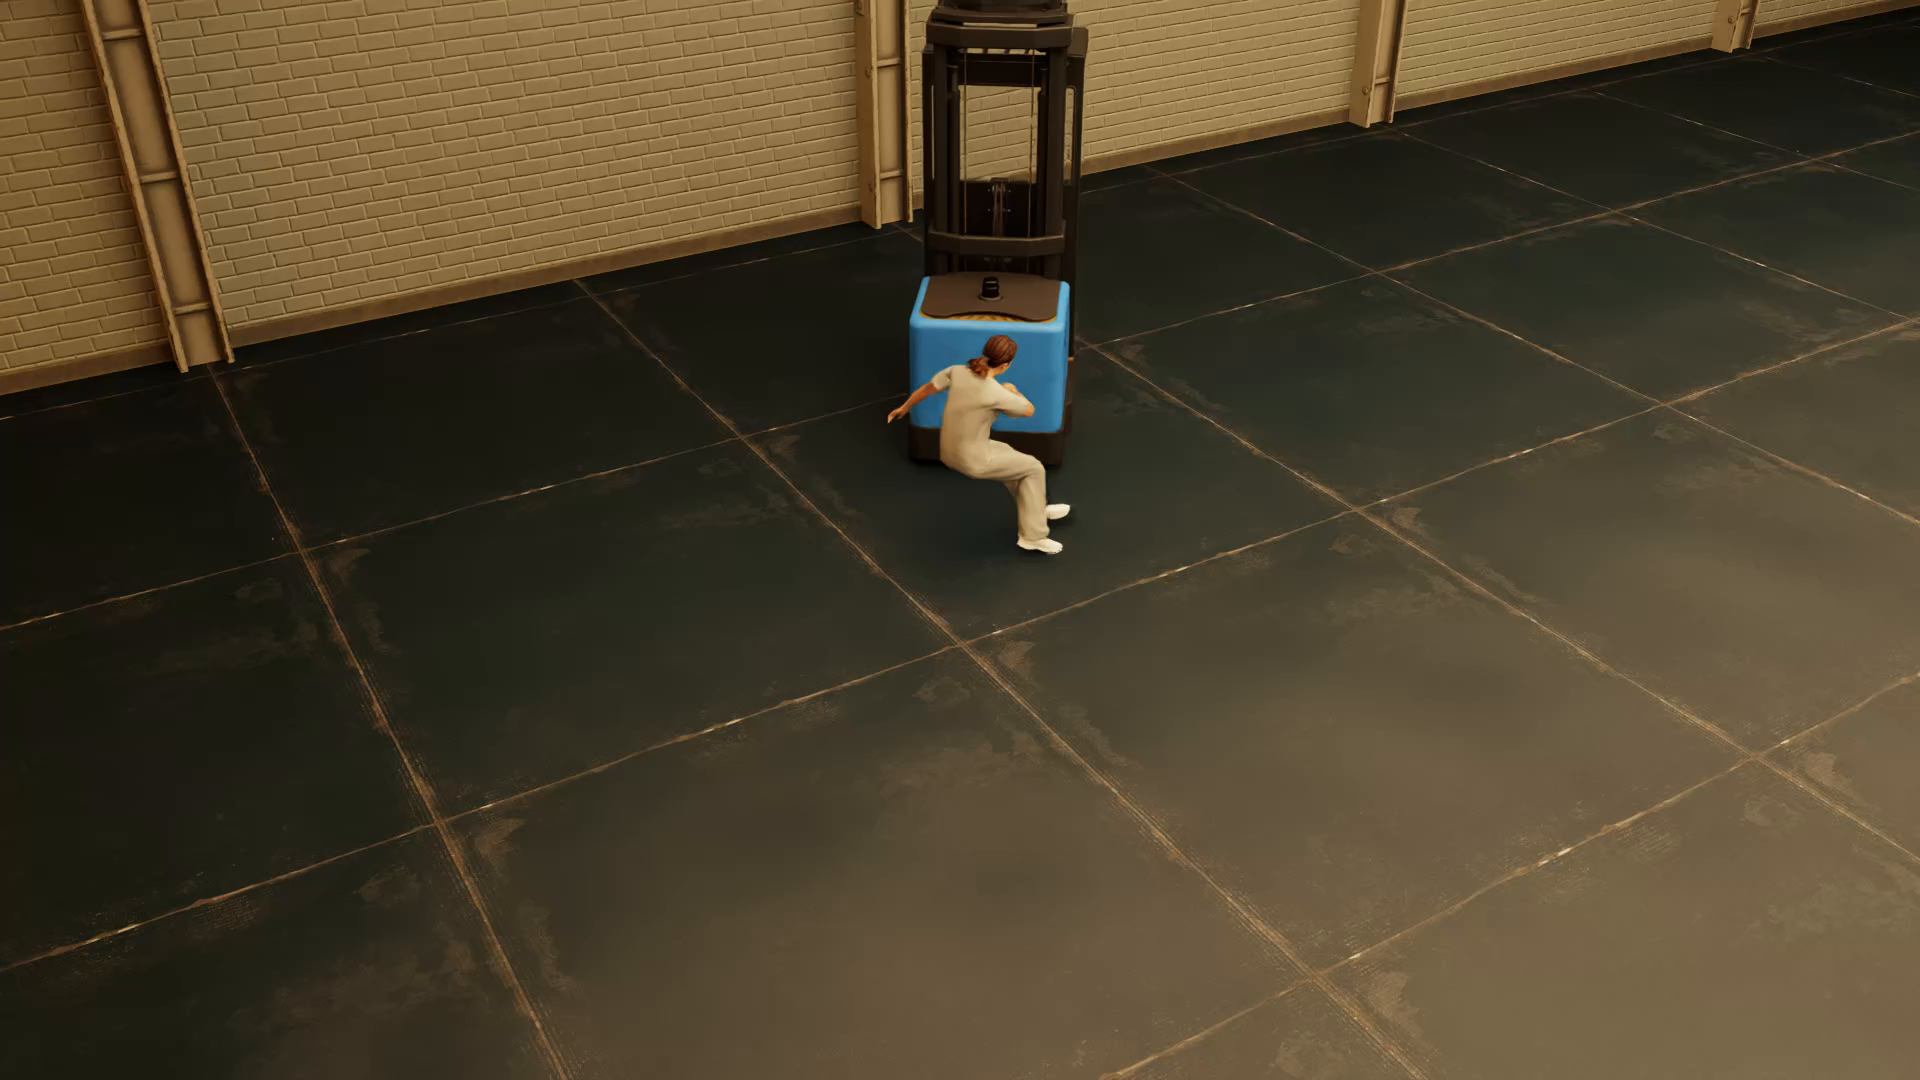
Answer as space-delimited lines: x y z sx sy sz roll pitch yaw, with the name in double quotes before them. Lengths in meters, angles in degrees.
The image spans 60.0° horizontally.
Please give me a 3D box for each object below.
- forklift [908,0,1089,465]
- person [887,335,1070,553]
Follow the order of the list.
"forklift" 0.314 -2.495 11.815 1.130 2.935 3.031 3 31 5
"person" 0.192 -0.661 10.255 0.903 1.420 0.971 -25 39 -35
